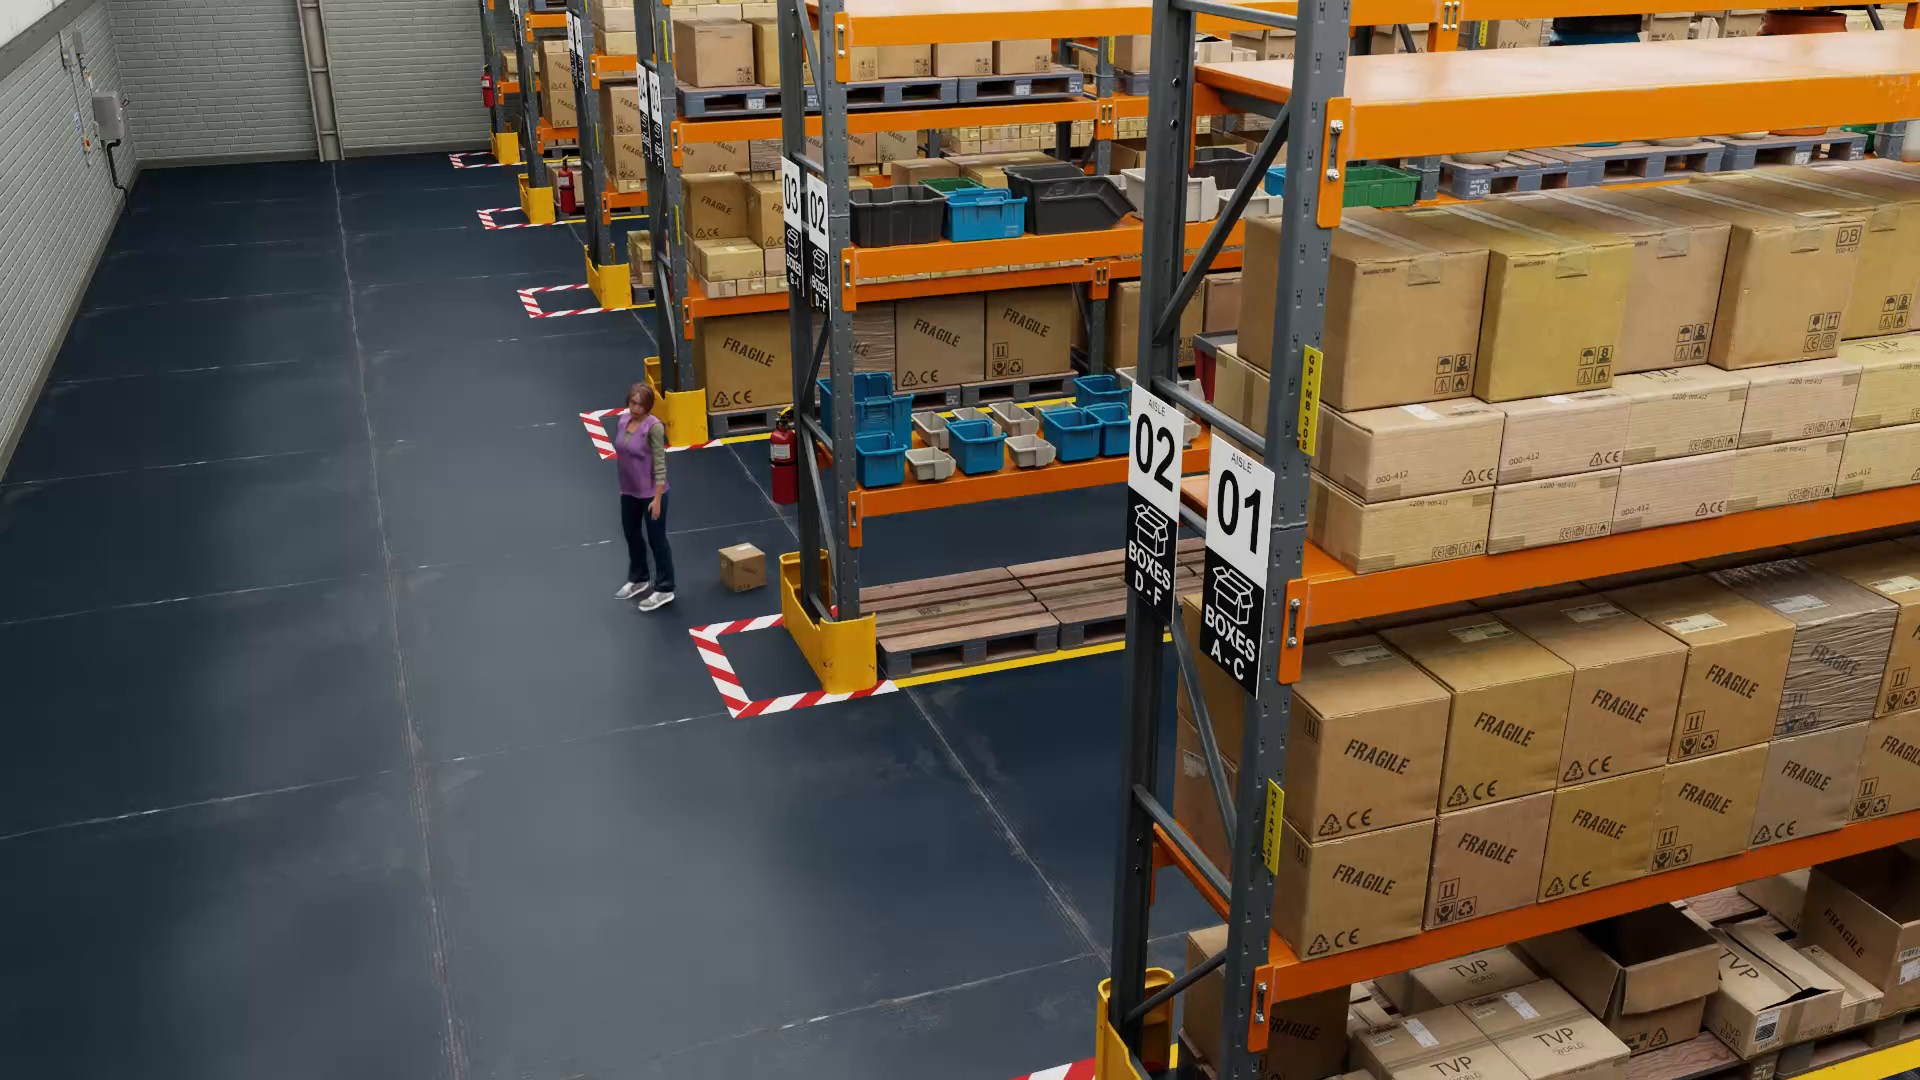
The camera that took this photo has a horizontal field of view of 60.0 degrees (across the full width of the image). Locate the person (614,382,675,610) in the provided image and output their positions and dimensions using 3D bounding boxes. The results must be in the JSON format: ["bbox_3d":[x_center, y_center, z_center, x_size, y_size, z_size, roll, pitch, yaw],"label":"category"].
[{"bbox_3d":[-2.210,-0.308,11.538,0.476,1.620,0.340,16,27,33],"label":"person"}]
